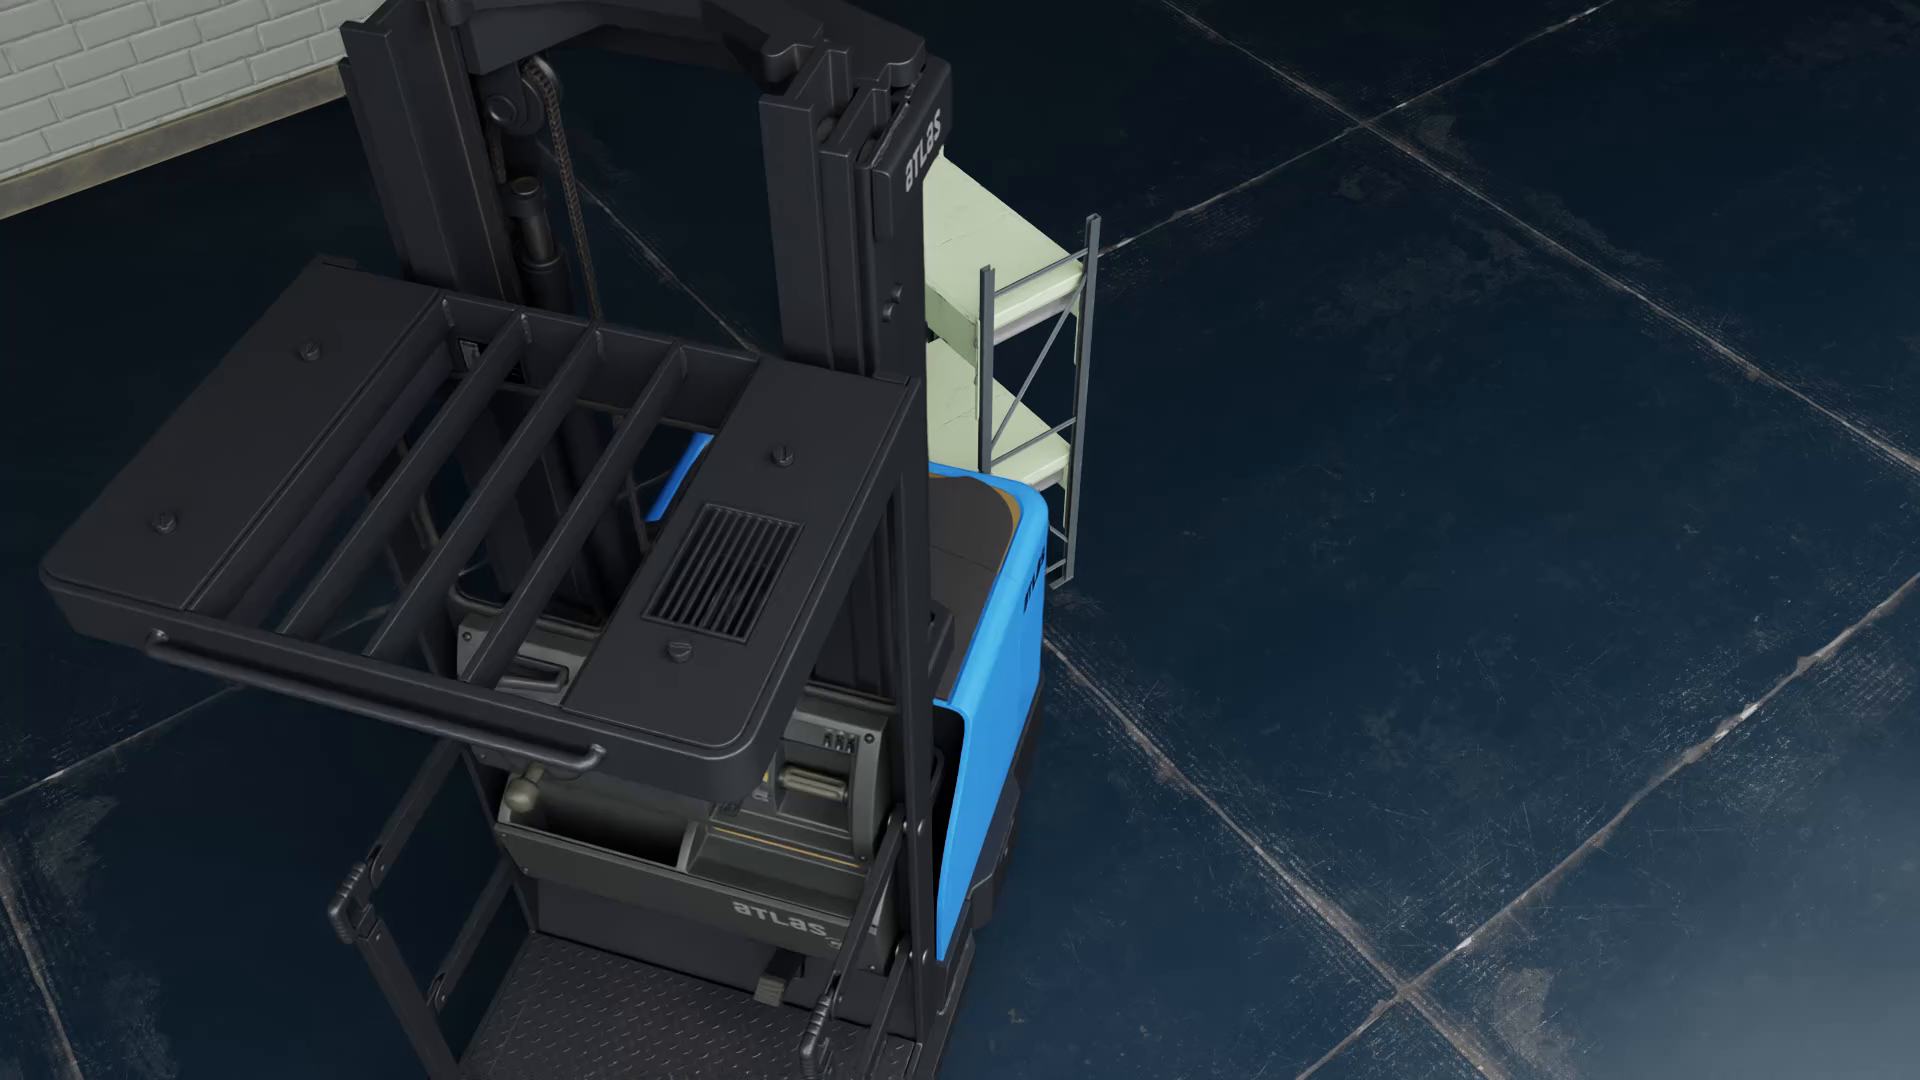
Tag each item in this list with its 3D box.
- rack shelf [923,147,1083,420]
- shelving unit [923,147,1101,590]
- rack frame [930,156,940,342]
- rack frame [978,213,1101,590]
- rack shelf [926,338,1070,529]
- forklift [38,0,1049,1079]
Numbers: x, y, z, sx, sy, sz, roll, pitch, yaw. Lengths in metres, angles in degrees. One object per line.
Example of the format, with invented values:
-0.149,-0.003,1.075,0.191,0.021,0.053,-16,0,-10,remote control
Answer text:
-0.004,-0.770,4.909,0.431,0.370,0.720,-29,54,-24,rack shelf
-0.004,-0.508,5.198,0.431,1.500,0.755,-29,54,-24,shelving unit
-0.226,-0.723,5.394,0.400,1.500,0.023,-29,54,-24,rack frame
0.218,-0.292,5.002,0.400,1.500,0.023,-29,54,-24,rack frame
-0.004,-0.289,5.439,0.431,0.370,0.720,-29,54,-24,rack shelf
-0.667,0.534,3.287,1.130,2.935,3.031,13,49,11,forklift
